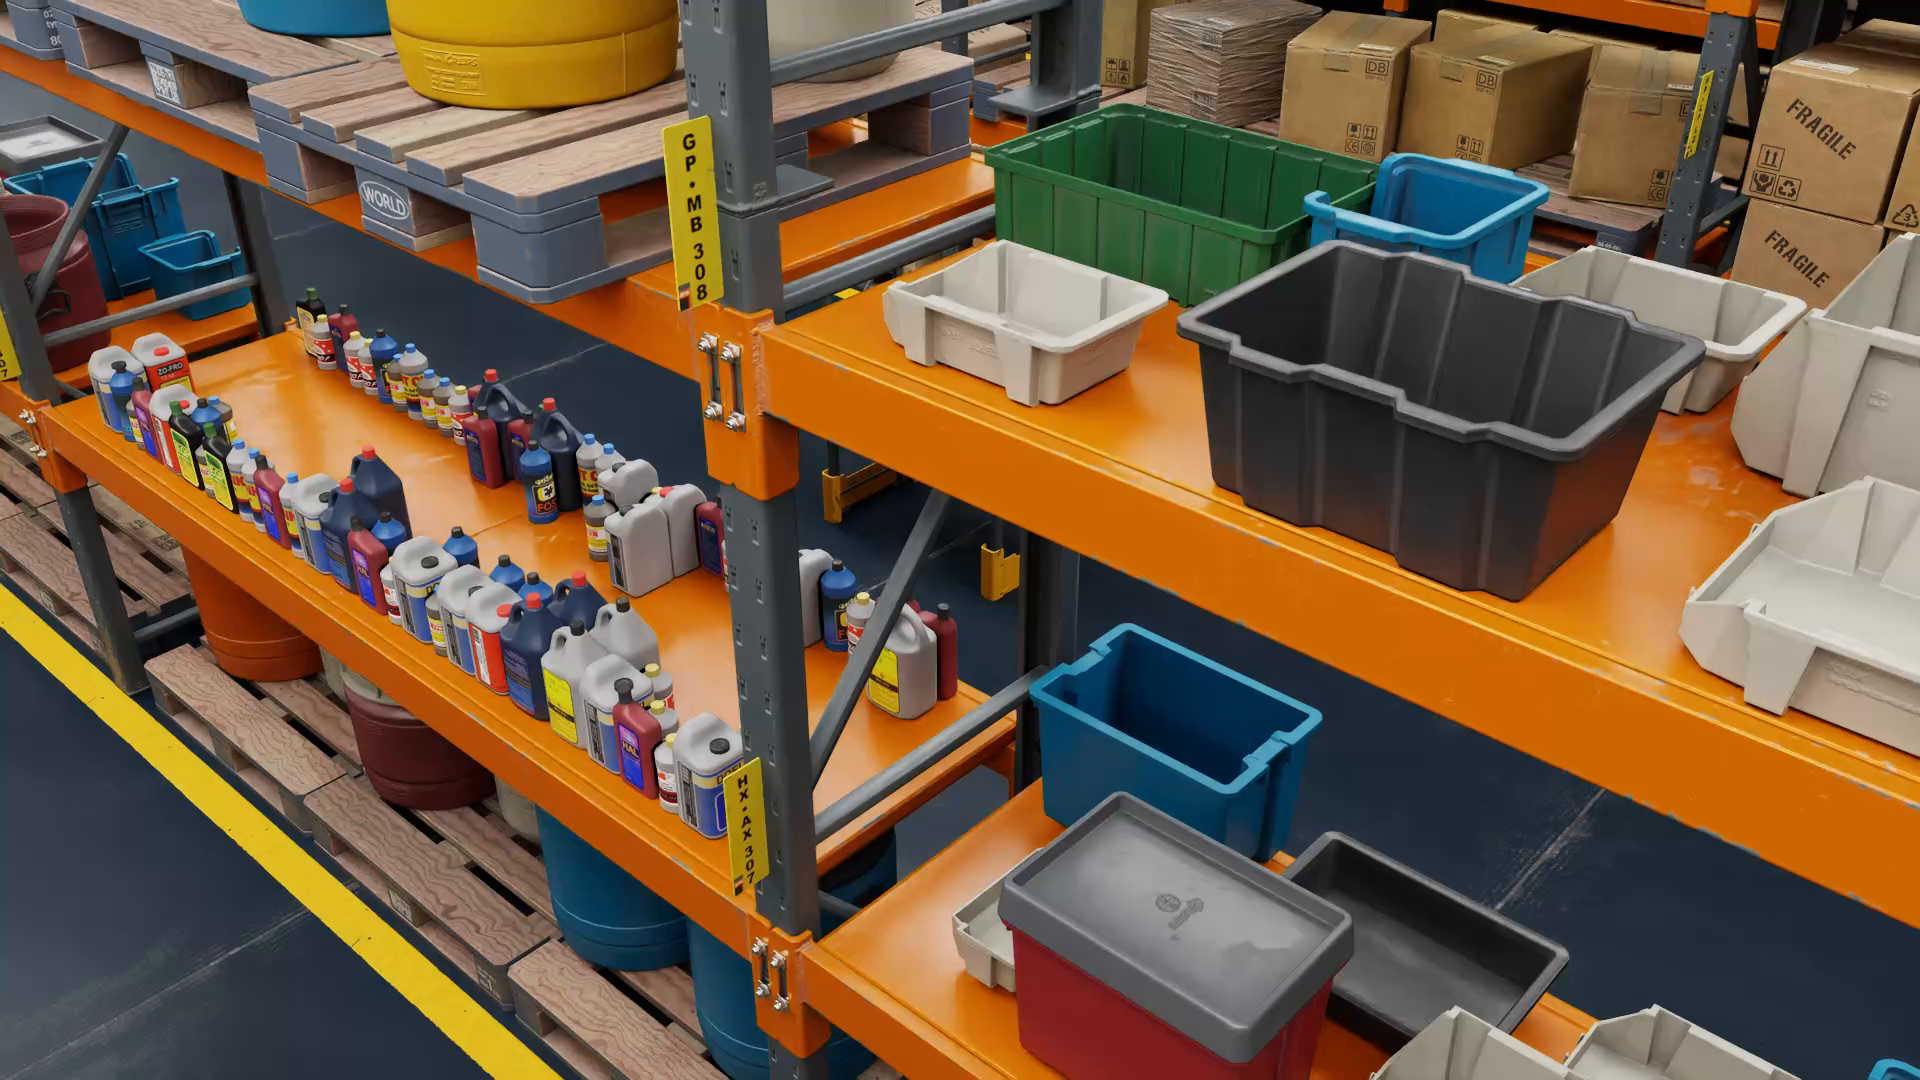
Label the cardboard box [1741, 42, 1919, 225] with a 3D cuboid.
[{"bbox_3d":[3.402,-1.570,6.382,0.500,0.500,0.500,26,40,36],"label":"cardboard box"}]

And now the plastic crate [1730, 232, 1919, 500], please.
[{"bbox_3d":[1.445,-0.211,2.399,0.530,0.282,0.437,25,39,35],"label":"plastic crate"}]

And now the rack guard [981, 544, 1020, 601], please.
[{"bbox_3d":[0.313,0.039,7.443,0.087,0.250,0.587,25,39,35],"label":"rack guard"}]

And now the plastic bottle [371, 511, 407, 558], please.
[{"bbox_3d":[-1.673,0.039,4.901,0.097,0.271,0.097,0,31,0],"label":"plastic bottle"}]

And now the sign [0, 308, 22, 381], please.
[{"bbox_3d":[-3.415,-0.718,5.875,0.005,0.325,0.100,25,39,35],"label":"sign"}]

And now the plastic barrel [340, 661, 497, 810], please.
[{"bbox_3d":[-1.839,0.546,5.865,0.708,0.588,0.600,25,39,35],"label":"plastic barrel"}]

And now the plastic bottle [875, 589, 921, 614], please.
[{"bbox_3d":[-0.169,0.238,4.560,0.133,0.283,0.061,25,39,35],"label":"plastic bottle"}]

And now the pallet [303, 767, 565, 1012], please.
[{"bbox_3d":[-1.538,1.013,5.862,1.213,0.211,1.003,25,39,35],"label":"pallet"}]

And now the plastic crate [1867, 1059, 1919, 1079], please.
[{"bbox_3d":[1.720,1.183,2.980,0.300,0.233,0.416,25,39,35],"label":"plastic crate"}]

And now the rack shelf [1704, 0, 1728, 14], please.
[{"bbox_3d":[1.759,-3.038,7.677,4.000,0.370,1.077,25,39,35],"label":"rack shelf"}]

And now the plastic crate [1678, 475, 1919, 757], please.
[{"bbox_3d":[1.182,0.116,1.997,0.530,0.136,0.437,25,39,35],"label":"plastic crate"}]

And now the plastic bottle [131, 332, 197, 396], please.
[{"bbox_3d":[-2.845,-0.592,5.946,0.135,0.276,0.152,25,39,35],"label":"plastic bottle"}]

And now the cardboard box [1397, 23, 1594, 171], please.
[{"bbox_3d":[2.488,-2.055,7.751,0.700,0.500,0.500,-22,38,-32],"label":"cardboard box"}]

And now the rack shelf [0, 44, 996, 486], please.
[{"bbox_3d":[-1.568,-1.145,4.533,4.000,0.370,1.077,25,39,35],"label":"rack shelf"}]

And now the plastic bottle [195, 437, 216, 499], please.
[{"bbox_3d":[-2.437,-0.245,5.441,0.097,0.201,0.097,0,31,0],"label":"plastic bottle"}]

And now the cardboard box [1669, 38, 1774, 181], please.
[{"bbox_3d":[5.333,-3.005,11.511,0.750,0.750,0.750,26,40,36],"label":"cardboard box"}]

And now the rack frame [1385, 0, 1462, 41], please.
[{"bbox_3d":[3.597,-4.649,12.564,0.127,3.000,1.000,25,39,35],"label":"rack frame"}]

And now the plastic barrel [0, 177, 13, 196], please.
[{"bbox_3d":[-3.957,-1.183,6.698,0.421,0.512,0.421,0,31,0],"label":"plastic barrel"}]

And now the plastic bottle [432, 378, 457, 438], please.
[{"bbox_3d":[-1.787,-0.470,5.814,0.097,0.201,0.097,0,31,0],"label":"plastic bottle"}]

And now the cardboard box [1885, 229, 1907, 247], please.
[{"bbox_3d":[3.819,-0.955,6.331,0.500,0.500,0.500,26,40,36],"label":"cardboard box"}]

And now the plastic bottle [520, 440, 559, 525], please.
[{"bbox_3d":[-1.340,-0.190,5.283,0.097,0.271,0.097,0,31,0],"label":"plastic bottle"}]

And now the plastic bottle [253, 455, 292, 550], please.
[{"bbox_3d":[-2.121,-0.120,5.154,0.133,0.283,0.061,25,39,35],"label":"plastic bottle"}]

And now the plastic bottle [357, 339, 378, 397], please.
[{"bbox_3d":[-2.148,-0.638,6.094,0.097,0.201,0.097,0,31,0],"label":"plastic bottle"}]

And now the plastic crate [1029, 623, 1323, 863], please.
[{"bbox_3d":[0.490,0.536,3.908,0.575,0.384,0.392,25,39,35],"label":"plastic crate"}]

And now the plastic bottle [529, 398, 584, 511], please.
[{"bbox_3d":[-1.291,-0.286,5.364,0.185,0.351,0.144,25,39,35],"label":"plastic bottle"}]

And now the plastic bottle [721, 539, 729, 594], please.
[{"bbox_3d":[-0.656,0.058,4.937,0.097,0.201,0.097,0,31,0],"label":"plastic bottle"}]

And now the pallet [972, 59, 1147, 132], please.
[{"bbox_3d":[0.826,-2.463,9.120,1.003,0.211,1.213,25,39,35],"label":"pallet"}]

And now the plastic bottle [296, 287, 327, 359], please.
[{"bbox_3d":[-2.464,-0.834,6.340,0.133,0.283,0.061,25,39,35],"label":"plastic bottle"}]

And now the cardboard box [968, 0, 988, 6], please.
[{"bbox_3d":[0.215,-5.182,15.769,0.250,0.166,0.380,20,36,29],"label":"cardboard box"}]

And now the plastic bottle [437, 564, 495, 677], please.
[{"bbox_3d":[-1.339,0.217,4.602,0.135,0.276,0.152,25,39,35],"label":"plastic bottle"}]

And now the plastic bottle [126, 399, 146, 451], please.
[{"bbox_3d":[-2.807,-0.418,5.728,0.097,0.201,0.097,0,31,0],"label":"plastic bottle"}]

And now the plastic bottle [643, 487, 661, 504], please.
[{"bbox_3d":[-0.927,-0.068,5.147,0.097,0.201,0.097,0,31,0],"label":"plastic bottle"}]

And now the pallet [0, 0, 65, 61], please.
[{"bbox_3d":[-2.549,-1.763,5.044,1.213,0.211,1.003,25,39,35],"label":"pallet"}]

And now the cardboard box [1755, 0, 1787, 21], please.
[{"bbox_3d":[5.386,-3.538,10.943,0.250,0.149,0.380,25,39,35],"label":"cardboard box"}]

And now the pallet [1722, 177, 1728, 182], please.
[{"bbox_3d":[5.032,-2.730,12.081,1.213,0.211,1.003,25,39,35],"label":"pallet"}]

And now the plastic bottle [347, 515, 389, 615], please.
[{"bbox_3d":[-1.713,0.071,4.837,0.133,0.283,0.061,25,39,35],"label":"plastic bottle"}]

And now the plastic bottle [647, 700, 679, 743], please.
[{"bbox_3d":[-0.756,0.497,4.209,0.097,0.201,0.097,0,31,0],"label":"plastic bottle"}]

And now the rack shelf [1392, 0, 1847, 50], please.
[{"bbox_3d":[5.080,-3.649,11.600,4.000,0.370,1.077,25,39,35],"label":"rack shelf"}]

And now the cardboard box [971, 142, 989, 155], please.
[{"bbox_3d":[0.085,-2.289,10.359,0.500,0.311,0.500,27,40,37],"label":"cardboard box"}]

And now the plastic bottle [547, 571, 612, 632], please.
[{"bbox_3d":[-1.026,0.233,4.503,0.185,0.351,0.144,25,39,35],"label":"plastic bottle"}]

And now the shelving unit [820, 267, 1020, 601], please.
[{"bbox_3d":[-0.057,-0.669,7.407,1.083,1.500,0.587,25,39,35],"label":"shelving unit"}]

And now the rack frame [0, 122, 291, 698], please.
[{"bbox_3d":[-3.051,-0.860,6.271,0.127,3.000,1.000,25,39,35],"label":"rack frame"}]

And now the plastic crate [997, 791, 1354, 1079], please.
[{"bbox_3d":[0.409,0.876,3.267,0.583,0.464,0.402,25,39,35],"label":"plastic crate"}]

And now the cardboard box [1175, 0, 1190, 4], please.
[{"bbox_3d":[1.957,-4.551,14.398,0.500,0.500,0.700,26,39,36],"label":"cardboard box"}]

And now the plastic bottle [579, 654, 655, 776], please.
[{"bbox_3d":[-0.865,0.438,4.235,0.135,0.276,0.152,25,39,35],"label":"plastic bottle"}]

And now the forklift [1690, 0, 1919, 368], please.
[{"bbox_3d":[4.516,-2.480,9.028,3.031,2.935,1.130,26,40,36],"label":"forklift"}]
